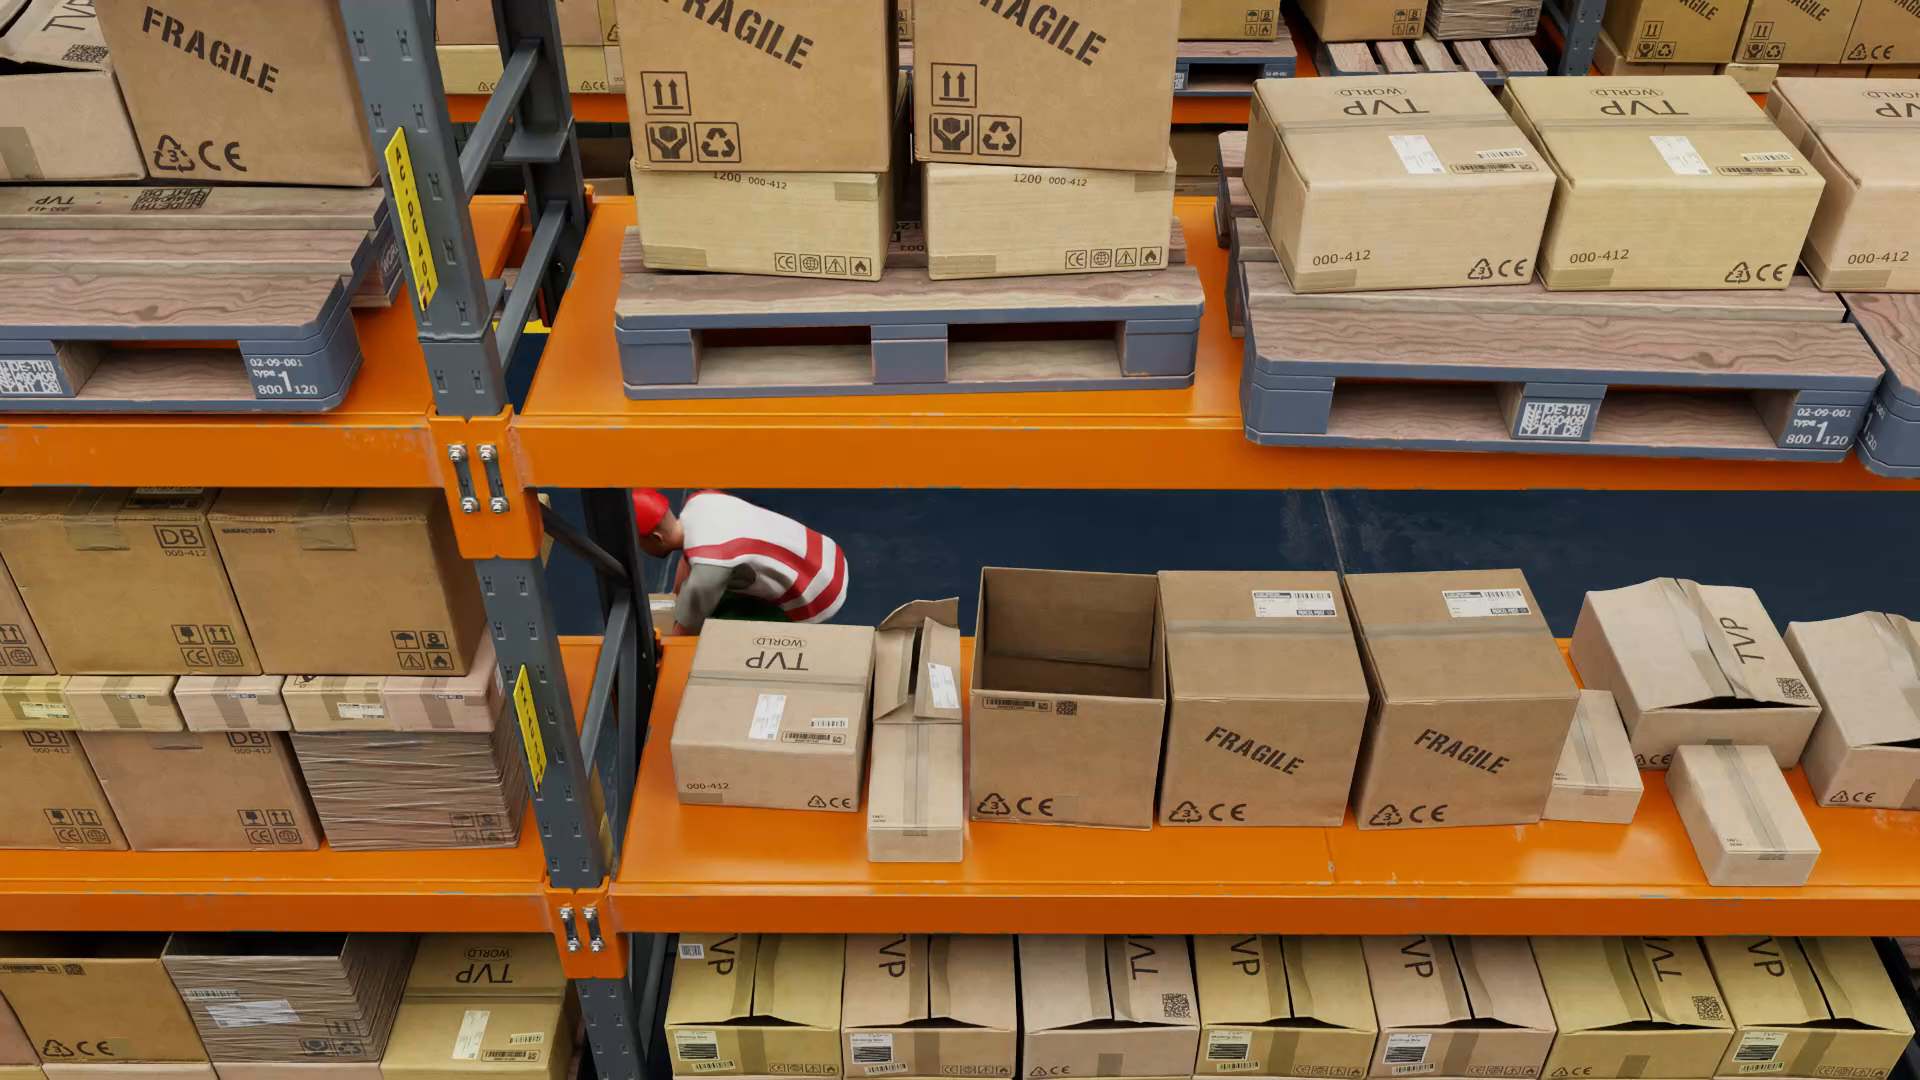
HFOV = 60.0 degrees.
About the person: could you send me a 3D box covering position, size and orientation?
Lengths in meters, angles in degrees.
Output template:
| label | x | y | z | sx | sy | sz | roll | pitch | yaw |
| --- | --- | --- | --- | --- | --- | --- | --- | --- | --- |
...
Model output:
| label | x | y | z | sx | sy | sz | roll | pitch | yaw |
| --- | --- | --- | --- | --- | --- | --- | --- | --- | --- |
| person | -0.858 | 0.235 | 6.401 | 0.858 | 1.093 | 0.580 | 0 | 39 | 0 |
